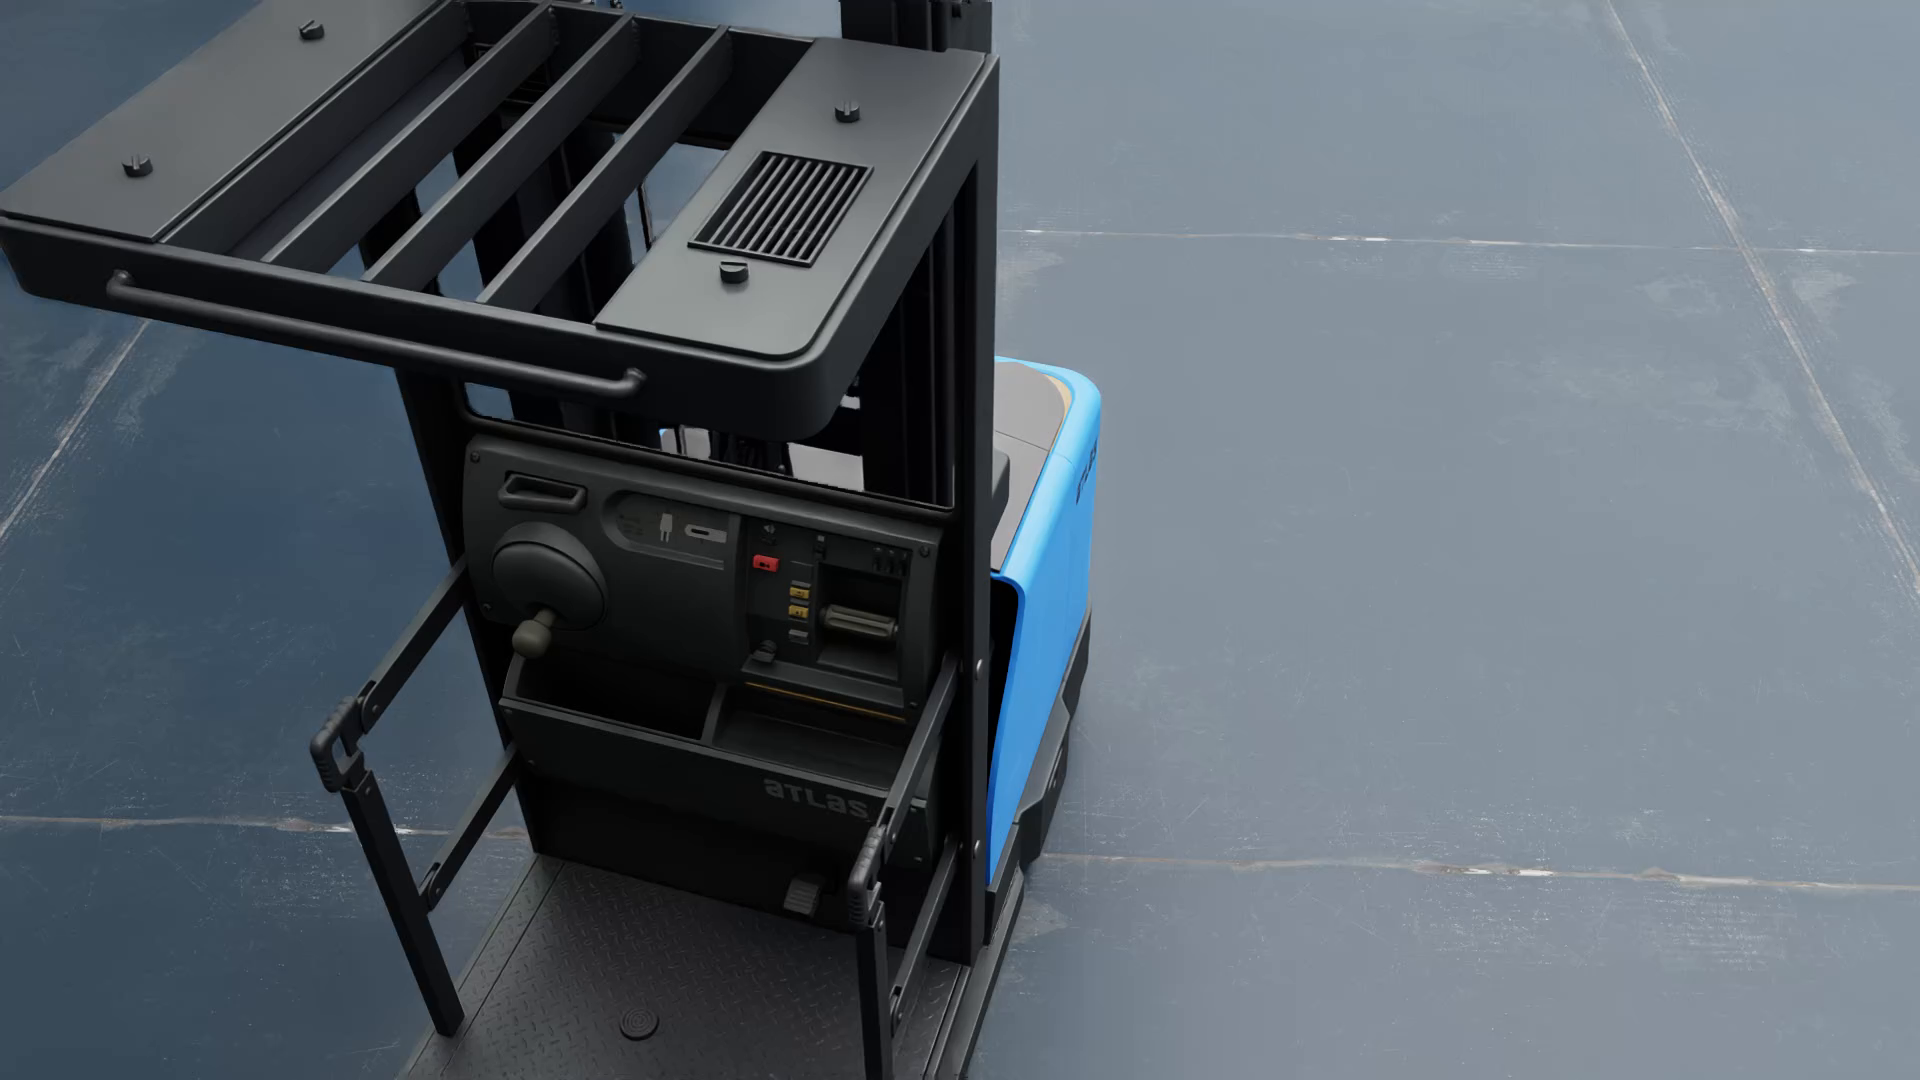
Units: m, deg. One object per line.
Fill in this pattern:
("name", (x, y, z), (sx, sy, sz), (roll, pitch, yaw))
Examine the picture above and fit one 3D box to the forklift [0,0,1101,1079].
("forklift", (-0.551, 0.165, 2.923), (1.130, 2.935, 3.031), (12, 44, 12))
